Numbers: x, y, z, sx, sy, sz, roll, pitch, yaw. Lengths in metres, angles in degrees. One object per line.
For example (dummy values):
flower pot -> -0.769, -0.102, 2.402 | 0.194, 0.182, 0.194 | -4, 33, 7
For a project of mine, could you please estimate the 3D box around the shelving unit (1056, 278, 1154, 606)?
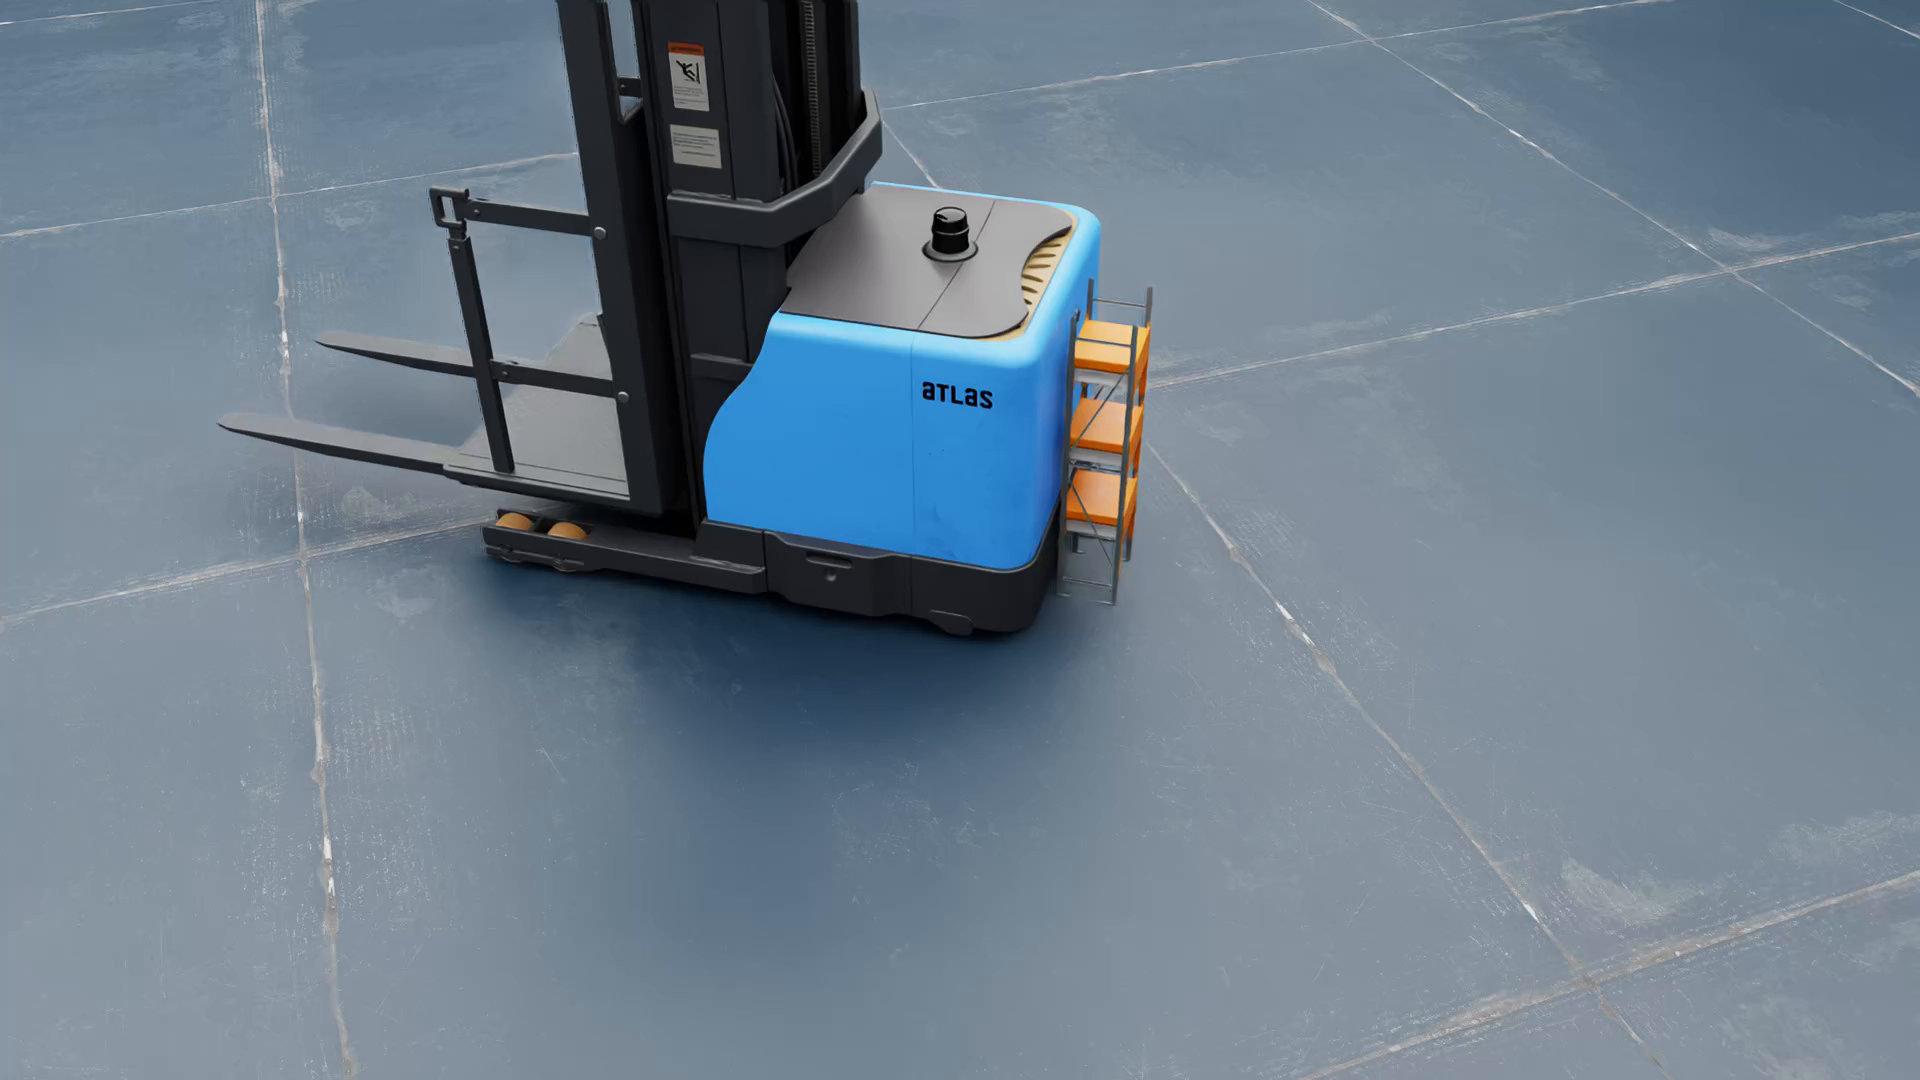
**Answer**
shelving unit -> 0.452, -0.291, 5.263 | 0.215, 1.050, 0.252 | 10, 38, 12

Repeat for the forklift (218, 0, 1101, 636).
forklift -> -1.105, -1.357, 5.115 | 3.031, 2.935, 1.130 | 10, 38, 12

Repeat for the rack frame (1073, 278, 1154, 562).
rack frame -> 0.485, -0.362, 5.357 | 0.200, 1.050, 0.008 | 10, 38, 12

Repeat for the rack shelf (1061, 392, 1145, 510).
rack shelf -> 0.452, -0.283, 5.270 | 0.215, 0.259, 0.240 | 10, 38, 12

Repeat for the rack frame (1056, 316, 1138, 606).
rack frame -> 0.419, -0.221, 5.169 | 0.200, 1.050, 0.008 | 10, 38, 12

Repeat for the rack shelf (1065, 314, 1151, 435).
rack shelf -> 0.453, -0.509, 5.099 | 0.215, 0.259, 0.240 | 10, 38, 12

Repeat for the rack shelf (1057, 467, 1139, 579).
rack shelf -> 0.451, -0.061, 5.437 | 0.215, 0.259, 0.240 | 10, 38, 12
